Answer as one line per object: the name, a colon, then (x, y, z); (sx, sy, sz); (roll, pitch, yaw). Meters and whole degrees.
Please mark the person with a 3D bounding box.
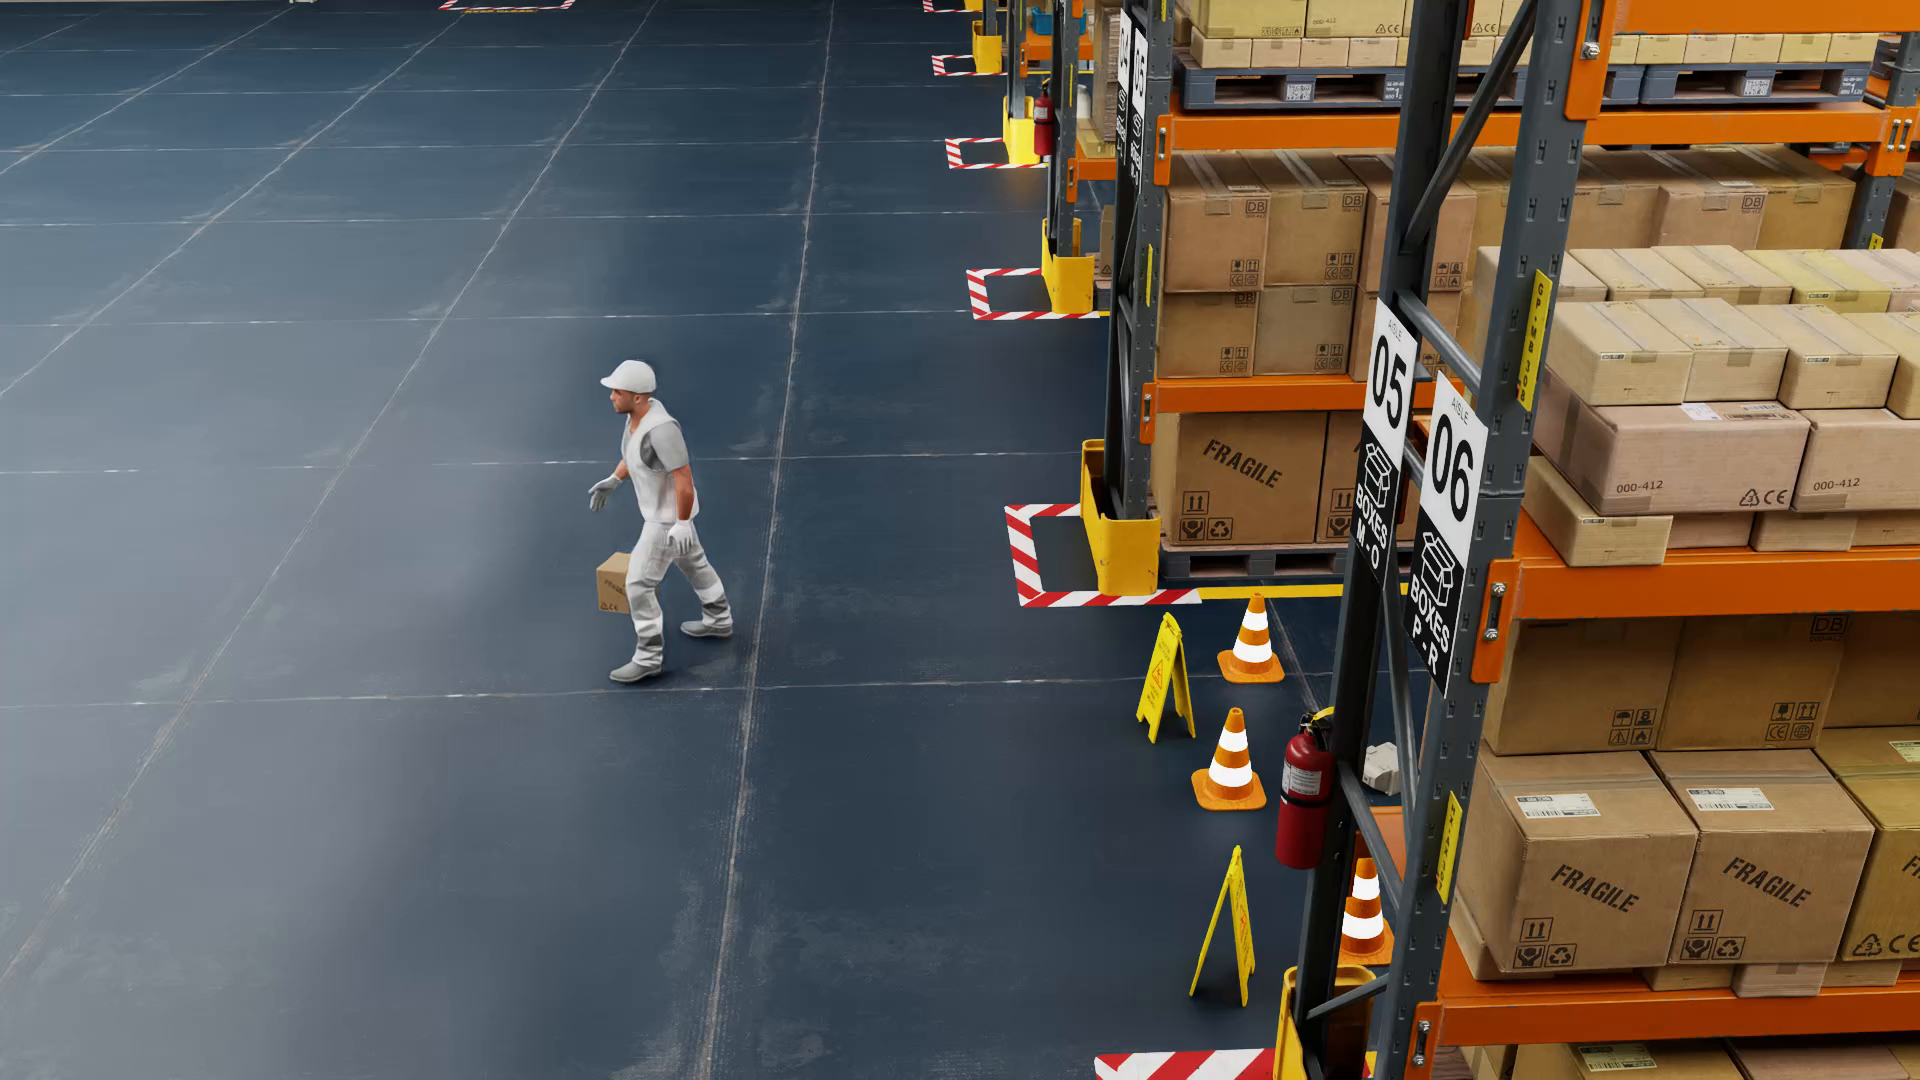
person: (-1.613, -0.142, 8.898); (0.741, 1.746, 0.635); (-8, 28, -15)
